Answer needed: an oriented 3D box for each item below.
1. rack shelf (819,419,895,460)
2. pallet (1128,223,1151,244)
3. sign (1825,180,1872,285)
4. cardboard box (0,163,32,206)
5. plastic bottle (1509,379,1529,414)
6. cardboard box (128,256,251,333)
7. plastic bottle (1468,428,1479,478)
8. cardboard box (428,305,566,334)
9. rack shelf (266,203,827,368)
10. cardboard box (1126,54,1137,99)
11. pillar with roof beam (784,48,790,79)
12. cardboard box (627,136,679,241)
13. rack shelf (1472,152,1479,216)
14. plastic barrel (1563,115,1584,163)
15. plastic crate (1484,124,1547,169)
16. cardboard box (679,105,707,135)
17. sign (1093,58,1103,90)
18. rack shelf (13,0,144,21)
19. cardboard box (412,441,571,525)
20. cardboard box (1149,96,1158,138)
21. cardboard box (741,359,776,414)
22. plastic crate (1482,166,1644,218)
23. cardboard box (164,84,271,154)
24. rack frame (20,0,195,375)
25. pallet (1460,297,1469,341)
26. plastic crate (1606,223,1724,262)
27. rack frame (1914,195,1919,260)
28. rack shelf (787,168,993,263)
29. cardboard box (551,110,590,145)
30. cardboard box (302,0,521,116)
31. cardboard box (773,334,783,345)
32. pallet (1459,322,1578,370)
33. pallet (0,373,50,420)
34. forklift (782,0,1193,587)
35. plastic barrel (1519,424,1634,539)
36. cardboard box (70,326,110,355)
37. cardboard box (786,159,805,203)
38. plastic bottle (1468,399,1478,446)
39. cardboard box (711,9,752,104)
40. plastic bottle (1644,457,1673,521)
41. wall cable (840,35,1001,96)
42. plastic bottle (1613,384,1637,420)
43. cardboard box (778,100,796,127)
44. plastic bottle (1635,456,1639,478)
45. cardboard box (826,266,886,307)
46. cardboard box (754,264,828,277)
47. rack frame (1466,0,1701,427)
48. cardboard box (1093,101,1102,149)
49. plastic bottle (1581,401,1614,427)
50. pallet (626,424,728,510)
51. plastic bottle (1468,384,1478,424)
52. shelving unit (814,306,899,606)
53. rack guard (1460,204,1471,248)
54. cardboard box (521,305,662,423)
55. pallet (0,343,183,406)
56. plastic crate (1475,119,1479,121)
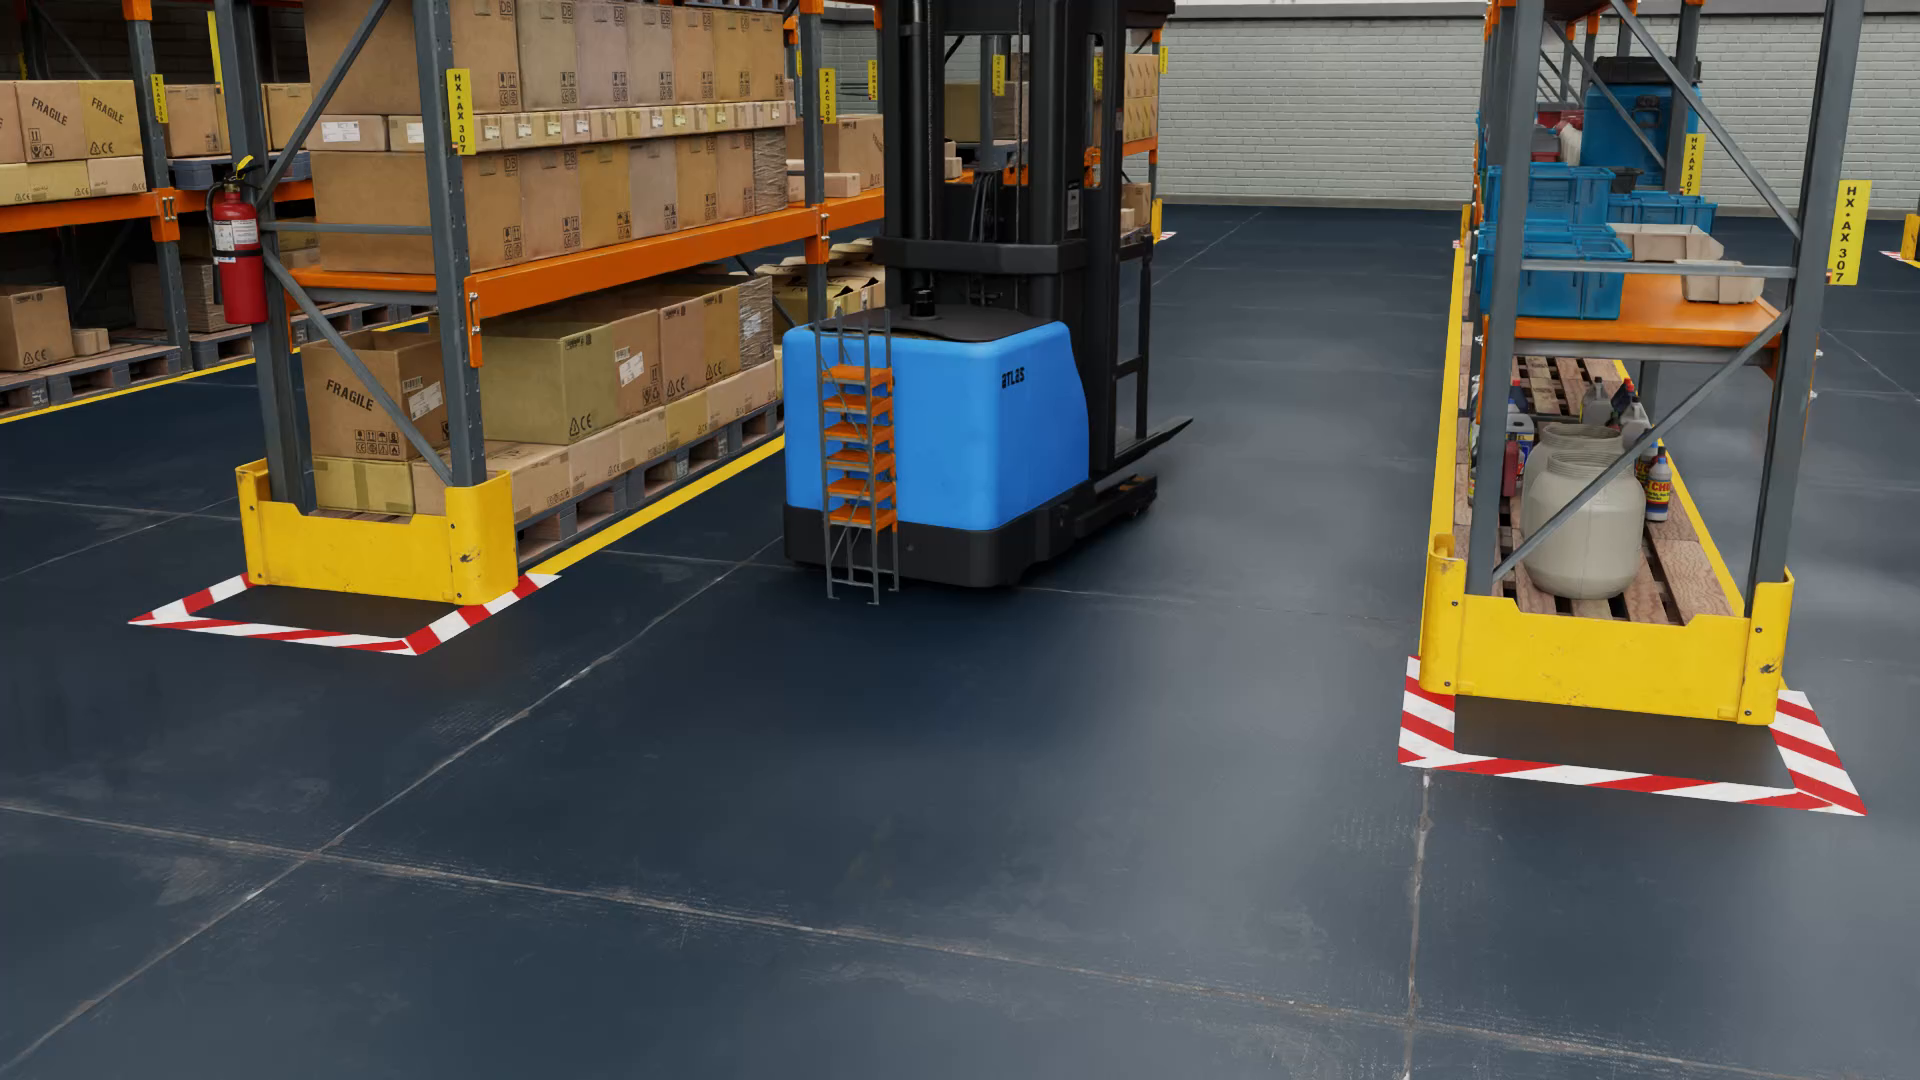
[{"bbox_3d":[-0.420,-0.412,6.790,0.258,0.103,0.180,7,20,24],"label":"rack shelf"},{"bbox_3d":[1.818,-3.880,21.122,1.003,0.211,1.213,5,16,16],"label":"pallet"},{"bbox_3d":[2.793,-0.968,5.239,0.100,0.325,0.005,5,16,16],"label":"sign"},{"bbox_3d":[-6.217,-2.221,10.402,0.500,0.250,0.500,5,16,16],"label":"cardboard box"},{"bbox_3d":[2.914,-0.673,8.752,0.144,0.351,0.185,5,16,16],"label":"plastic bottle"},{"bbox_3d":[-5.902,-1.897,12.794,0.700,0.500,0.500,5,17,18],"label":"cardboard box"},{"bbox_3d":[2.505,-0.395,7.910,0.152,0.276,0.135,4,16,14],"label":"plastic bottle"},{"bbox_3d":[-2.344,-0.930,8.507,0.500,0.500,0.500,5,16,16],"label":"cardboard box"},{"bbox_3d":[-1.913,-1.441,8.732,1.077,0.370,4.000,5,16,16],"label":"rack shelf"},{"bbox_3d":[1.771,-5.439,19.492,0.500,0.500,0.500,5,17,18],"label":"cardboard box"},{"bbox_3d":[1.380,-9.159,23.629,9.100,9.000,0.400,5,16,16],"label":"pillar with roof beam"},{"bbox_3d":[-1.899,-1.839,8.631,0.700,0.500,0.500,5,17,18],"label":"cardboard box"},{"bbox_3d":[5.108,-3.149,14.753,1.077,0.370,4.000,5,16,16],"label":"rack shelf"},{"bbox_3d":[4.217,-2.529,11.001,0.433,0.535,0.433,0,16,0],"label":"plastic barrel"},{"bbox_3d":[3.787,-2.604,11.395,0.402,0.464,0.583,5,16,16],"label":"plastic crate"},{"bbox_3d":[-1.579,-2.251,8.896,0.380,0.149,0.250,5,17,17],"label":"cardboard box"},{"bbox_3d":[1.462,-4.919,17.551,0.100,0.325,0.005,5,16,16],"label":"sign"},{"bbox_3d":[-6.664,-3.268,9.674,1.077,0.370,4.000,5,16,16],"label":"rack shelf"},{"bbox_3d":[-2.116,-0.266,7.541,0.500,0.250,0.500,5,16,16],"label":"cardboard box"},{"bbox_3d":[2.199,-5.360,21.046,0.500,0.500,0.500,5,17,18],"label":"cardboard box"},{"bbox_3d":[-1.419,-0.921,9.851,0.500,0.250,0.500,5,16,16],"label":"cardboard box"},{"bbox_3d":[3.133,-1.769,8.681,0.767,0.338,0.504,5,16,16],"label":"plastic crate"},{"bbox_3d":[-5.752,-3.230,12.729,0.700,0.500,0.500,6,17,22],"label":"cardboard box"},{"bbox_3d":[-6.095,-2.694,11.830,1.000,3.000,0.127,5,16,16],"label":"rack frame"},{"bbox_3d":[4.724,-1.840,13.930,1.003,0.211,1.213,5,16,16],"label":"pallet"},{"bbox_3d":[3.185,-1.354,7.590,0.530,0.136,0.437,5,16,16],"label":"plastic crate"},{"bbox_3d":[11.562,-4.681,18.835,1.000,3.000,0.127,5,16,16],"label":"rack frame"},{"bbox_3d":[-0.776,-2.488,12.422,1.077,0.370,4.000,5,16,16],"label":"rack shelf"},{"bbox_3d":[-1.945,-1.911,7.696,0.380,0.149,0.250,4,16,15],"label":"cardboard box"},{"bbox_3d":[-2.322,-2.071,7.074,0.700,0.500,0.500,5,16,16],"label":"cardboard box"},{"bbox_3d":[-0.993,-1.276,11.101,0.500,0.250,0.500,4,16,15],"label":"cardboard box"},{"bbox_3d":[4.283,-1.431,12.487,1.003,0.211,1.213,5,16,16],"label":"pallet"},{"bbox_3d":[-6.597,-0.854,10.452,1.003,0.211,1.213,5,16,16],"label":"pallet"},{"bbox_3d":[0.343,-1.567,7.983,1.130,2.935,3.031,8,18,26],"label":"forklift"},{"bbox_3d":[2.523,-0.193,6.804,0.421,0.512,0.421,0,16,0],"label":"plastic barrel"},{"bbox_3d":[-6.219,-1.400,11.654,0.380,0.166,0.250,2,16,9],"label":"cardboard box"},{"bbox_3d":[-1.247,-2.371,10.965,0.500,0.250,0.500,6,17,19],"label":"cardboard box"},{"bbox_3d":[2.722,-0.634,8.617,0.144,0.351,0.185,4,16,14],"label":"plastic bottle"},{"bbox_3d":[-1.607,-2.734,9.411,0.700,0.500,0.500,5,16,16],"label":"cardboard box"},{"bbox_3d":[3.081,-0.228,7.331,0.097,0.271,0.097,0,16,0],"label":"plastic bottle"},{"bbox_3d":[-0.735,-8.678,27.622,3.097,2.526,0.112,5,16,16],"label":"wall cable"},{"bbox_3d":[3.442,-0.622,8.573,0.144,0.351,0.185,4,16,13],"label":"plastic bottle"},{"bbox_3d":[-1.217,-2.583,10.067,0.380,0.149,0.250,5,16,16],"label":"cardboard box"},{"bbox_3d":[3.235,-0.336,7.840,0.097,0.201,0.097,0,16,0],"label":"plastic bottle"},{"bbox_3d":[-0.695,-1.814,11.971,0.500,0.311,0.500,4,16,14],"label":"cardboard box"},{"bbox_3d":[-1.219,-1.855,12.113,0.500,0.311,0.500,5,16,16],"label":"cardboard box"},{"bbox_3d":[3.403,-1.926,9.121,1.000,3.000,0.127,5,16,16],"label":"rack frame"},{"bbox_3d":[1.335,-4.564,18.240,0.500,0.500,0.500,5,17,17],"label":"cardboard box"},{"bbox_3d":[3.293,-0.591,8.600,0.152,0.276,0.135,5,16,16],"label":"plastic bottle"},{"bbox_3d":[-1.956,-0.444,9.008,1.003,0.211,1.213,5,16,16],"label":"pallet"},{"bbox_3d":[2.892,-0.775,9.259,0.097,0.271,0.097,0,16,0],"label":"plastic bottle"},{"bbox_3d":[-0.418,-0.340,6.814,0.258,1.200,0.189,7,20,24],"label":"shelving unit"},{"bbox_3d":[6.808,-3.870,20.556,1.175,0.500,0.348,5,16,16],"label":"rack guard"},{"bbox_3d":[-1.846,-0.890,8.365,0.500,0.500,0.500,5,16,16],"label":"cardboard box"},{"bbox_3d":[-6.252,-1.174,11.581,1.003,0.211,1.213,5,16,16],"label":"pallet"},{"bbox_3d":[6.241,-4.802,19.459,0.416,0.233,0.300,5,16,16],"label":"plastic crate"}]
